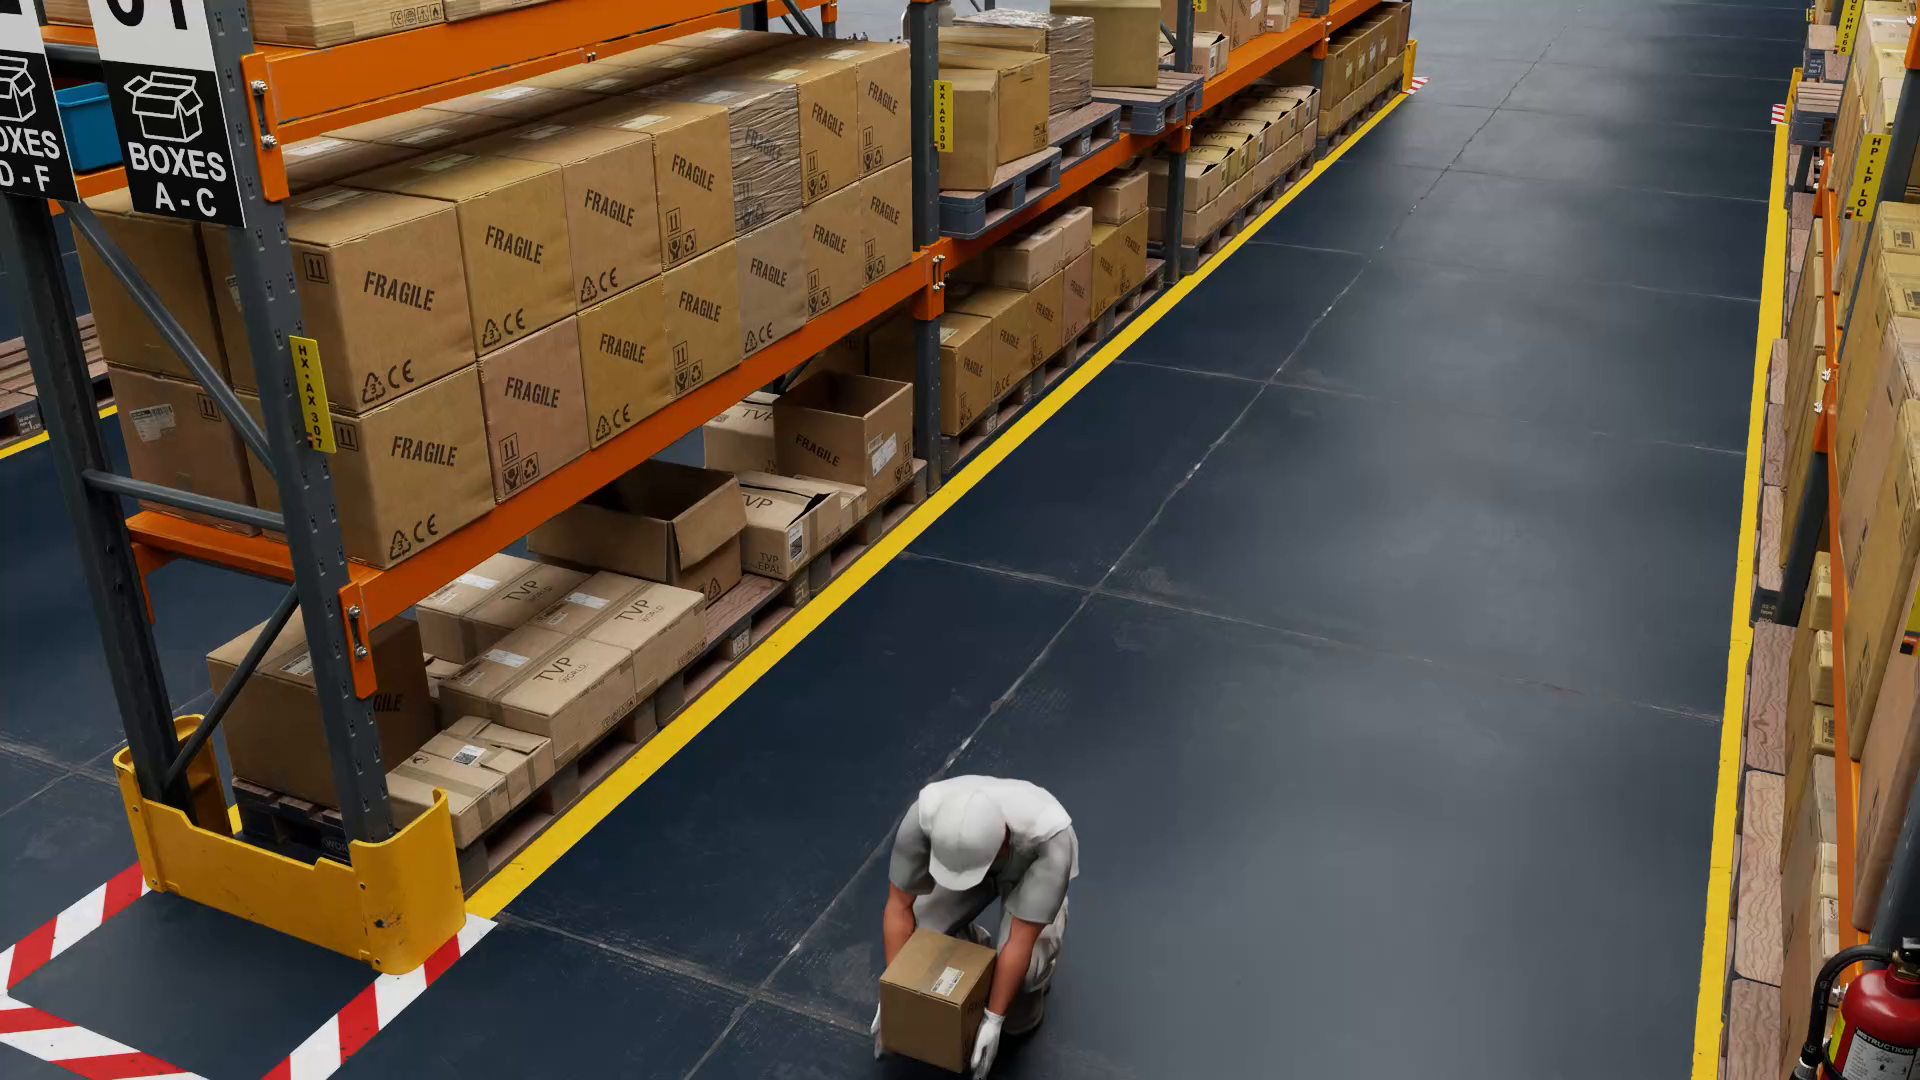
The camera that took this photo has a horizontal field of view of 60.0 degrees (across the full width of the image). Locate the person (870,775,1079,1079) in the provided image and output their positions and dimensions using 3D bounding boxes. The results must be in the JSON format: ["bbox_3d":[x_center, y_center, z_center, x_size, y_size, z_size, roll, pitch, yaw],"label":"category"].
[{"bbox_3d":[0.080,1.023,4.896,0.554,0.996,0.871,11,28,21],"label":"person"}]
